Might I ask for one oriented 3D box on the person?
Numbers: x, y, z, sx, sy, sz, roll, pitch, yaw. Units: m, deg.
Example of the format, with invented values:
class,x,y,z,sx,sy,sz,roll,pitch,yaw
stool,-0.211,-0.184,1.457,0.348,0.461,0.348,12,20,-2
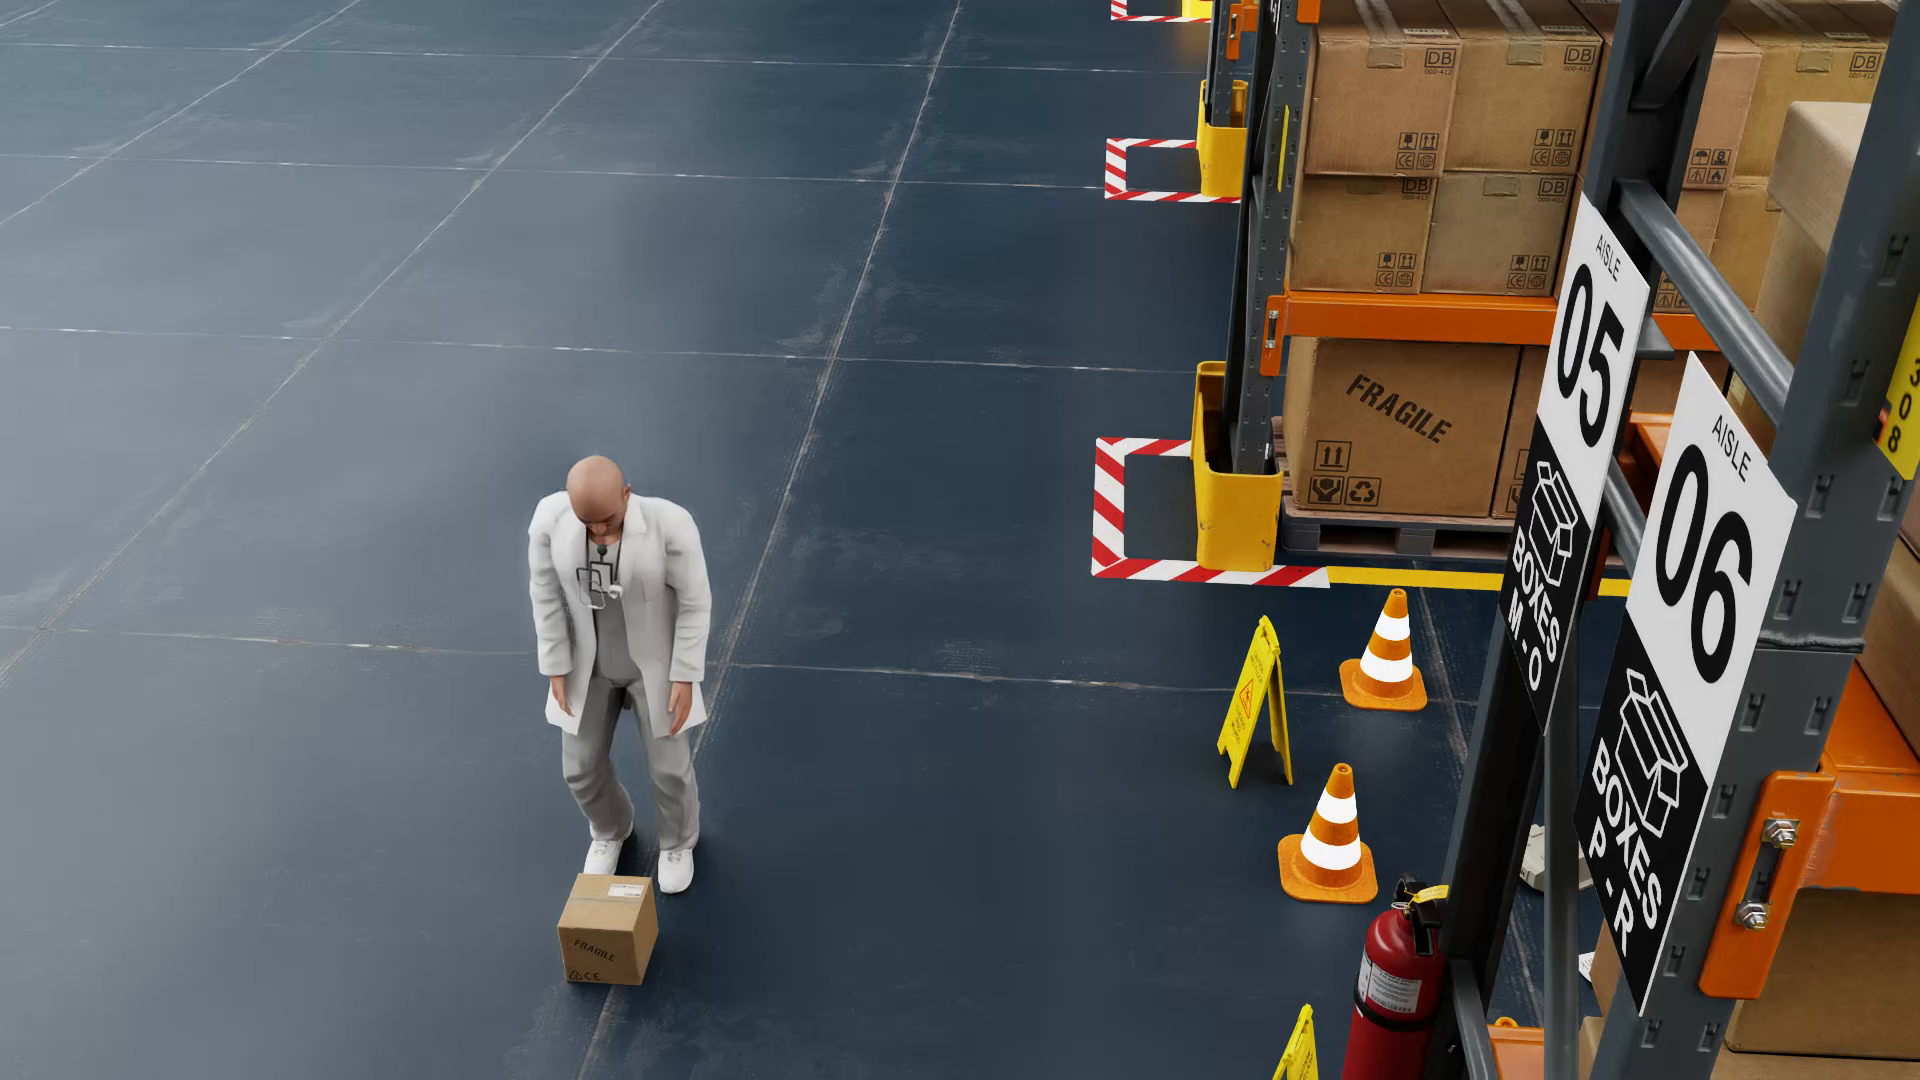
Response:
class,x,y,z,sx,sy,sz,roll,pitch,yaw
person,-1.102,0.424,5.542,0.599,1.702,0.466,3,32,5
